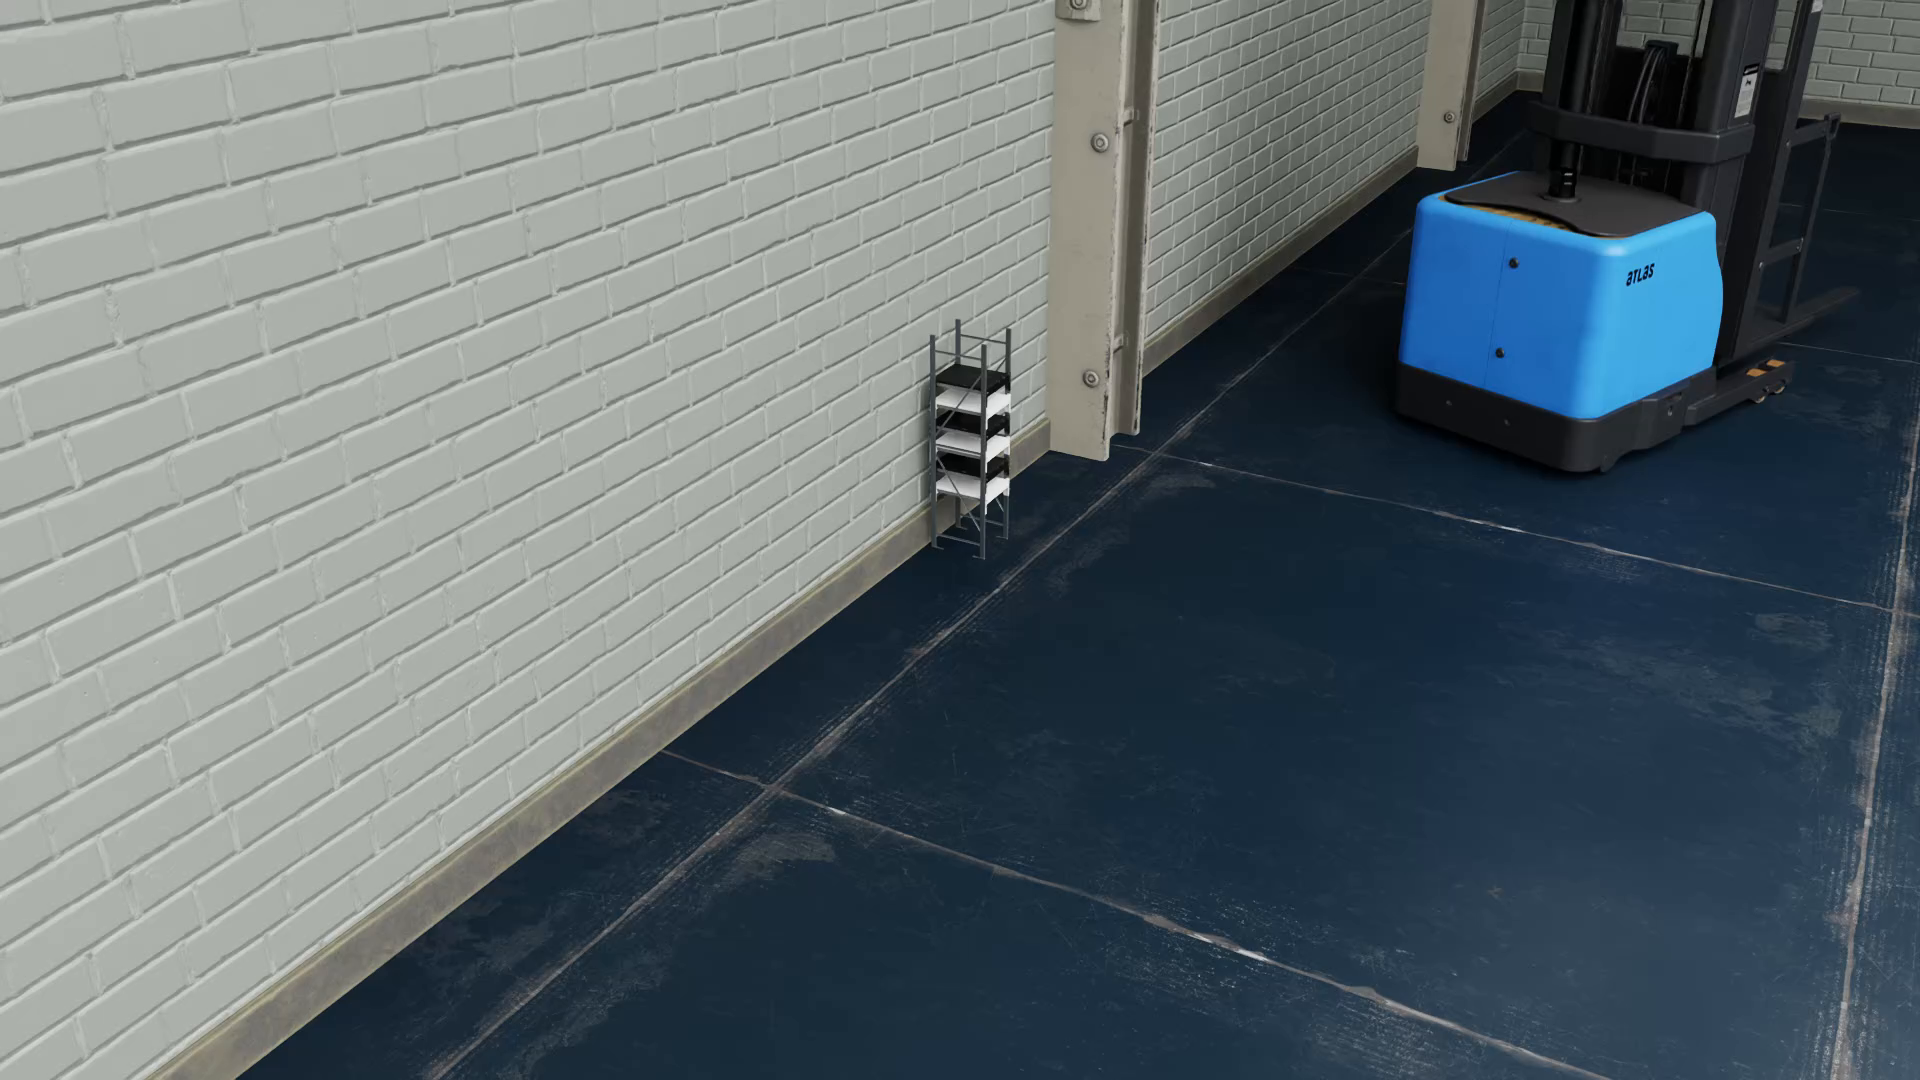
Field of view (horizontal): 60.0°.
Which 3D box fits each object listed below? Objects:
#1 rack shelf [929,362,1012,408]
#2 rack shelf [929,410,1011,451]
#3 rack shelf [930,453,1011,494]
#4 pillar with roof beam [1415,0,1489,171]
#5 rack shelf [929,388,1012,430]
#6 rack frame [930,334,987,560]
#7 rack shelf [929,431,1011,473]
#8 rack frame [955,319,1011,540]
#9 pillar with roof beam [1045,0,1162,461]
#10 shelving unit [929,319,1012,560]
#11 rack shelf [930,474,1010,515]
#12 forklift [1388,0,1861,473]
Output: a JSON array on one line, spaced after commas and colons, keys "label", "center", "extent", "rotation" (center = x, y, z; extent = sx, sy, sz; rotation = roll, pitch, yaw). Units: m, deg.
[{"label": "rack shelf", "center": [0.041, -0.601, 6.416], "extent": [0.258, 0.077, 0.200], "rotation": [14, 30, 25]}, {"label": "rack shelf", "center": [0.041, -0.440, 6.497], "extent": [0.258, 0.077, 0.200], "rotation": [14, 30, 25]}, {"label": "rack shelf", "center": [0.040, -0.279, 6.578], "extent": [0.258, 0.077, 0.200], "rotation": [14, 30, 25]}, {"label": "pillar with roof beam", "center": [7.308, -5.877, 8.438], "extent": [9.100, 9.000, 0.400], "rotation": [14, 30, 26]}, {"label": "rack shelf", "center": [0.041, -0.521, 6.457], "extent": [0.258, 0.077, 0.200], "rotation": [14, 30, 25]}, {"label": "rack frame", "center": [-0.008, -0.350, 6.442], "extent": [0.240, 0.900, 0.006], "rotation": [14, 30, 25]}, {"label": "rack shelf", "center": [0.041, -0.360, 6.537], "extent": [0.258, 0.077, 0.200], "rotation": [14, 30, 25]}, {"label": "rack frame", "center": [0.089, -0.430, 6.603], "extent": [0.240, 0.900, 0.006], "rotation": [14, 30, 25]}, {"label": "pillar with roof beam", "center": [4.357, -3.539, 3.767], "extent": [9.100, 9.000, 0.400], "rotation": [14, 30, 26]}, {"label": "shelving unit", "center": [0.041, -0.390, 6.523], "extent": [0.258, 0.900, 0.210], "rotation": [14, 30, 25]}, {"label": "rack shelf", "center": [0.040, -0.199, 6.618], "extent": [0.258, 0.077, 0.200], "rotation": [14, 30, 25]}, {"label": "forklift", "center": [3.473, -2.135, 7.742], "extent": [3.031, 2.935, 1.130], "rotation": [-21, 33, -35]}]
